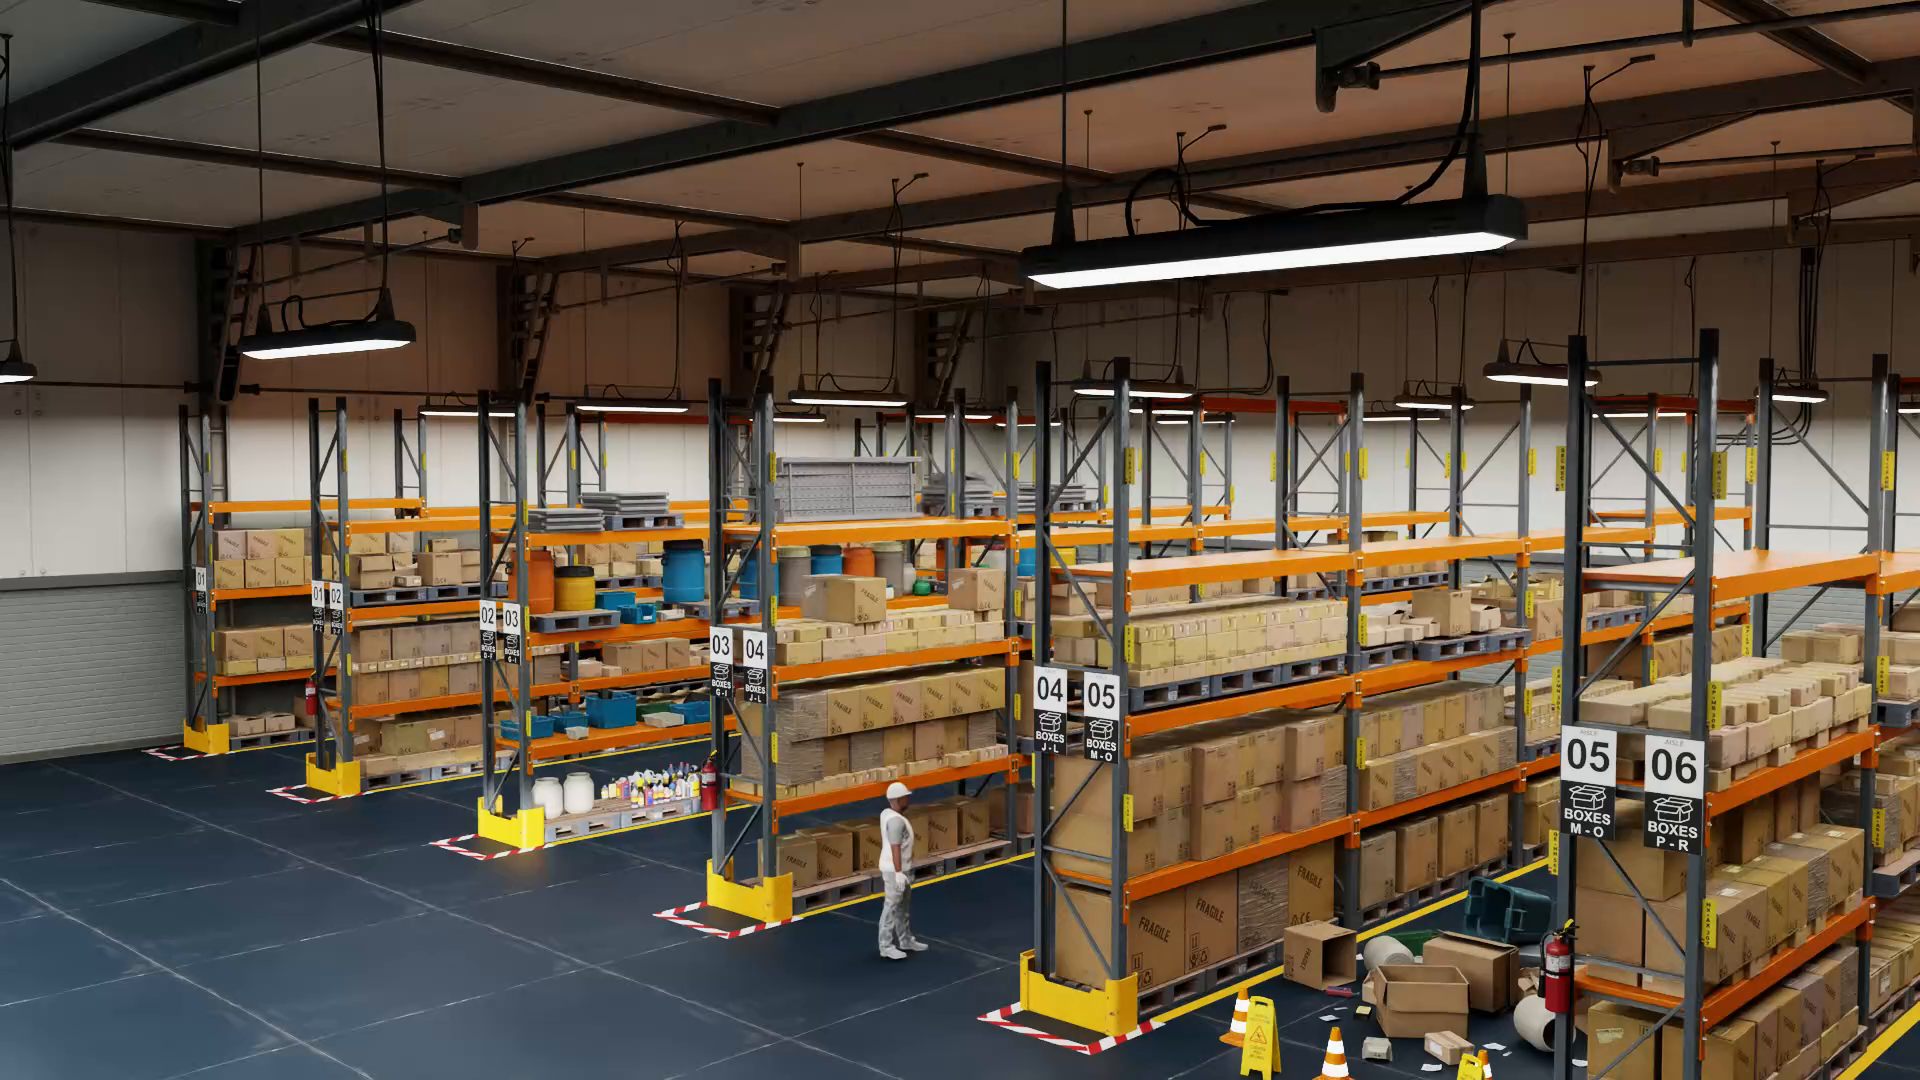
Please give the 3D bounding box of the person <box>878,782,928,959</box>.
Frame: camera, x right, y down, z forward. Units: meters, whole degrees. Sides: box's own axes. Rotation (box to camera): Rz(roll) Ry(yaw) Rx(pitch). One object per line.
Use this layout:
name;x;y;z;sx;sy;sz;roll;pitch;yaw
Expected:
person;-0.578;3.379;17.037;0.519;1.796;0.615;0;3;-2
